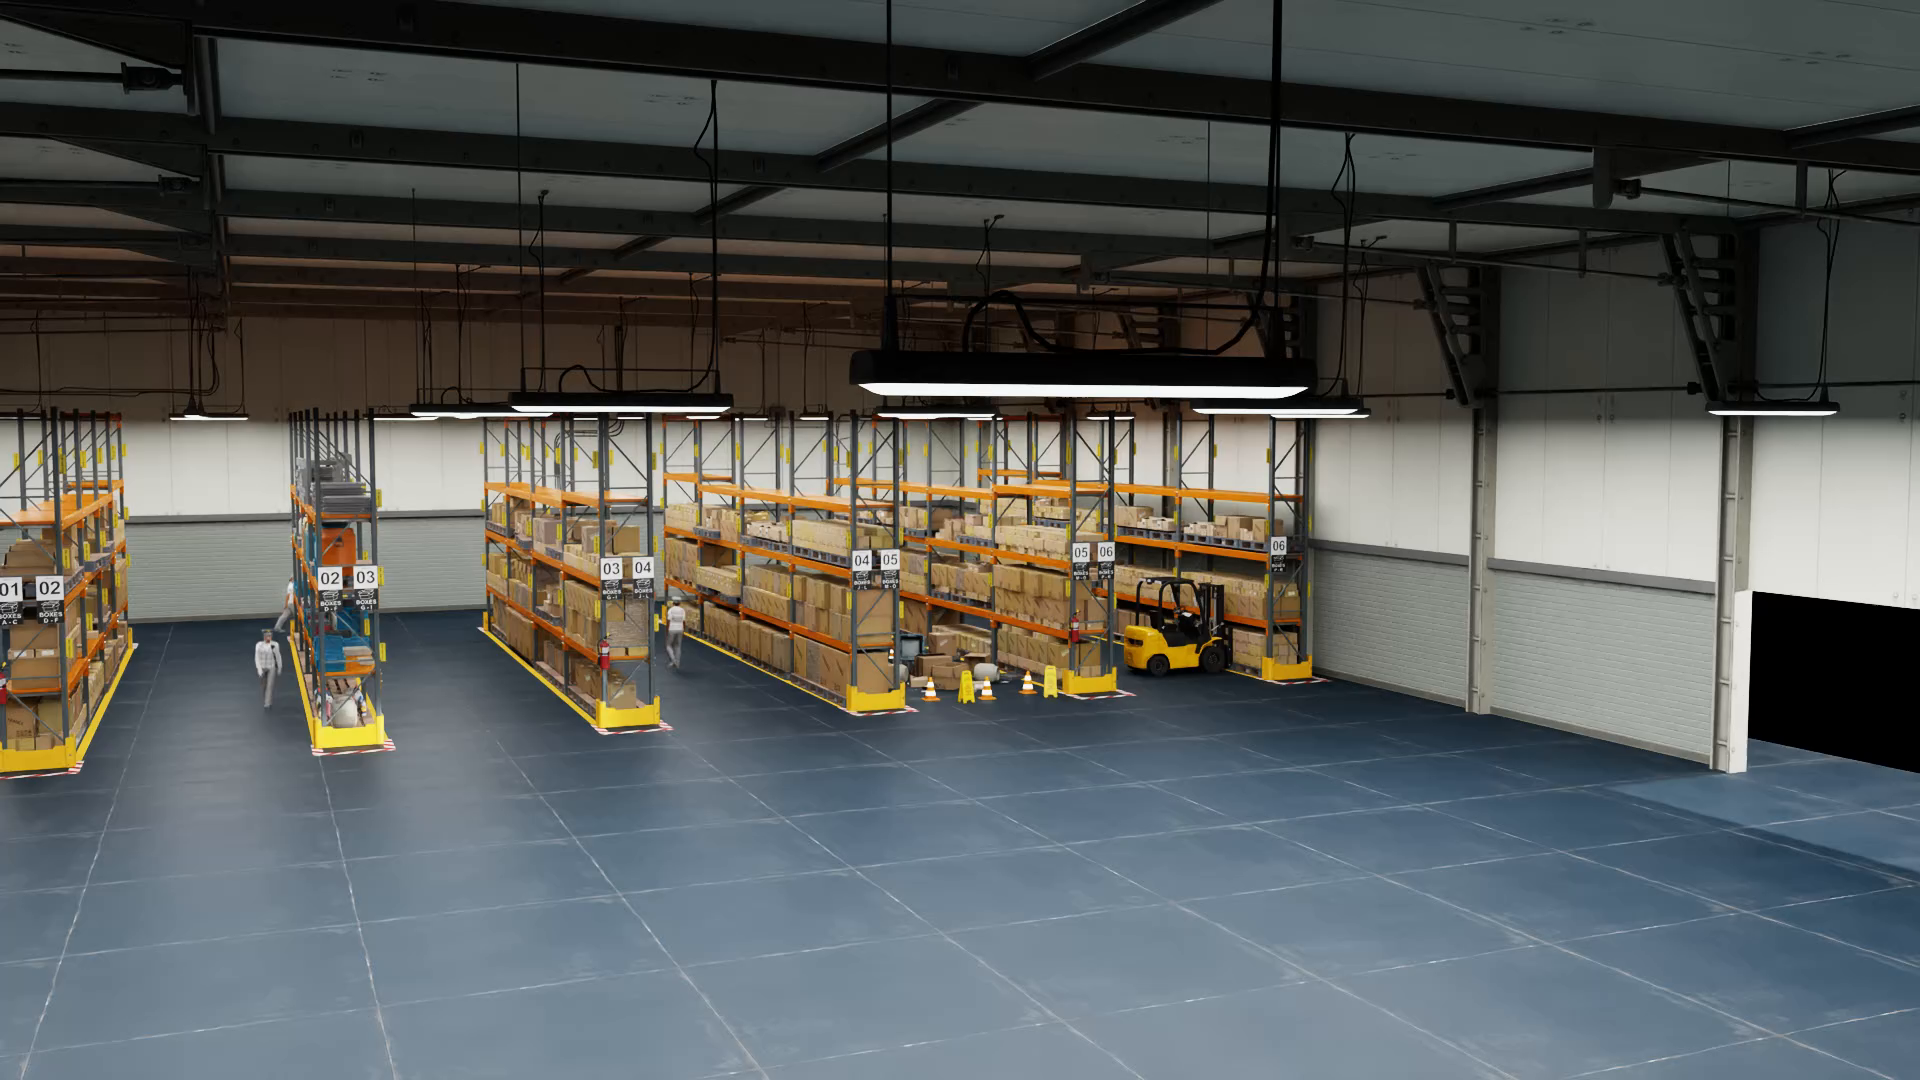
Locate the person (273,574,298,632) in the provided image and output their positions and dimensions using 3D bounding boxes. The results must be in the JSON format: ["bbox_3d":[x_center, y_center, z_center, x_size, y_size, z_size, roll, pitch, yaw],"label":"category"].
[{"bbox_3d":[-18.201,1.721,45.453,1.062,1.586,0.460,-2,4,-27],"label":"person"}]

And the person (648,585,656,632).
[{"bbox_3d":[-8.513,1.746,44.852,0.639,1.686,0.631,-1,4,-12],"label":"person"}]

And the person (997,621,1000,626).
[{"bbox_3d":[0.985,1.630,46.822,0.453,1.633,0.535,2,5,30],"label":"person"}]

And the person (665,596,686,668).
[{"bbox_3d":[-6.638,2.160,38.846,0.491,1.671,0.437,-2,4,-25],"label":"person"}]

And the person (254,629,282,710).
[{"bbox_3d":[-13.922,2.579,33.408,0.472,1.580,1.075,-1,4,-12],"label":"person"}]
